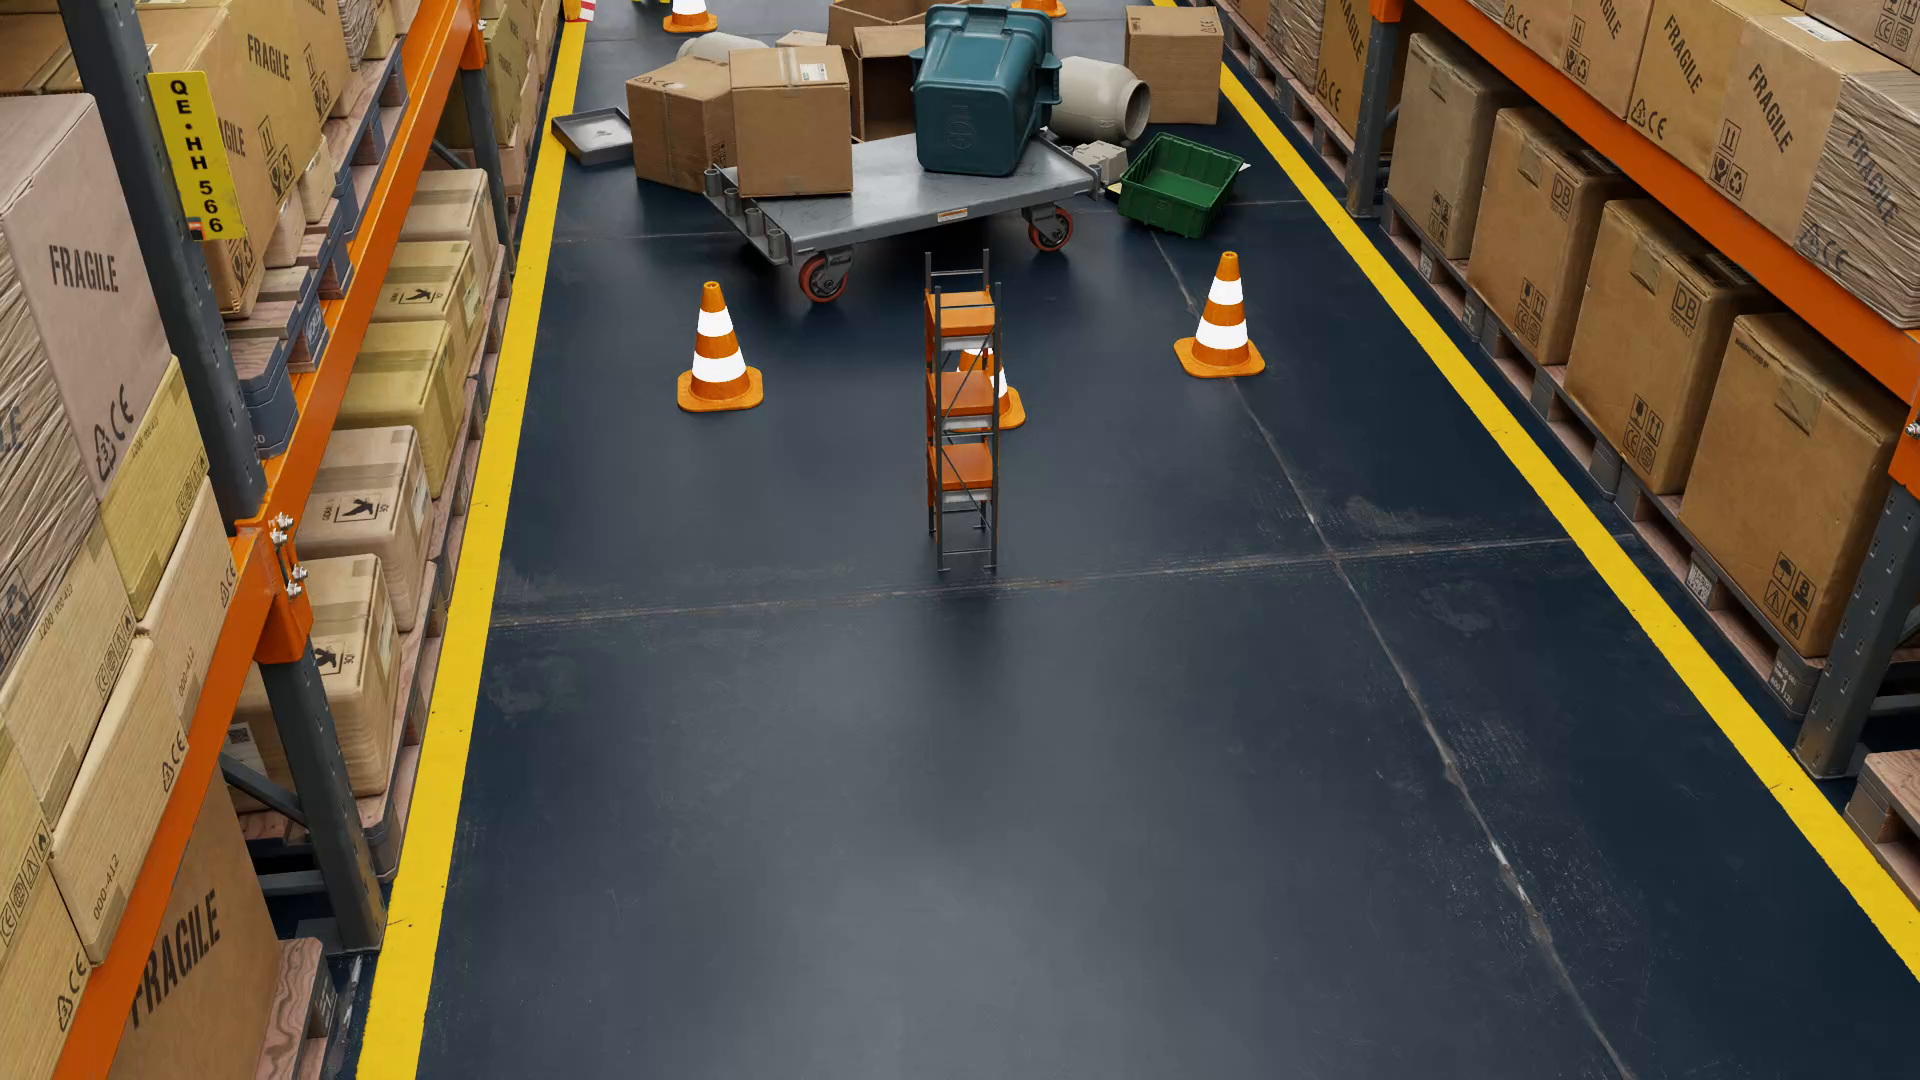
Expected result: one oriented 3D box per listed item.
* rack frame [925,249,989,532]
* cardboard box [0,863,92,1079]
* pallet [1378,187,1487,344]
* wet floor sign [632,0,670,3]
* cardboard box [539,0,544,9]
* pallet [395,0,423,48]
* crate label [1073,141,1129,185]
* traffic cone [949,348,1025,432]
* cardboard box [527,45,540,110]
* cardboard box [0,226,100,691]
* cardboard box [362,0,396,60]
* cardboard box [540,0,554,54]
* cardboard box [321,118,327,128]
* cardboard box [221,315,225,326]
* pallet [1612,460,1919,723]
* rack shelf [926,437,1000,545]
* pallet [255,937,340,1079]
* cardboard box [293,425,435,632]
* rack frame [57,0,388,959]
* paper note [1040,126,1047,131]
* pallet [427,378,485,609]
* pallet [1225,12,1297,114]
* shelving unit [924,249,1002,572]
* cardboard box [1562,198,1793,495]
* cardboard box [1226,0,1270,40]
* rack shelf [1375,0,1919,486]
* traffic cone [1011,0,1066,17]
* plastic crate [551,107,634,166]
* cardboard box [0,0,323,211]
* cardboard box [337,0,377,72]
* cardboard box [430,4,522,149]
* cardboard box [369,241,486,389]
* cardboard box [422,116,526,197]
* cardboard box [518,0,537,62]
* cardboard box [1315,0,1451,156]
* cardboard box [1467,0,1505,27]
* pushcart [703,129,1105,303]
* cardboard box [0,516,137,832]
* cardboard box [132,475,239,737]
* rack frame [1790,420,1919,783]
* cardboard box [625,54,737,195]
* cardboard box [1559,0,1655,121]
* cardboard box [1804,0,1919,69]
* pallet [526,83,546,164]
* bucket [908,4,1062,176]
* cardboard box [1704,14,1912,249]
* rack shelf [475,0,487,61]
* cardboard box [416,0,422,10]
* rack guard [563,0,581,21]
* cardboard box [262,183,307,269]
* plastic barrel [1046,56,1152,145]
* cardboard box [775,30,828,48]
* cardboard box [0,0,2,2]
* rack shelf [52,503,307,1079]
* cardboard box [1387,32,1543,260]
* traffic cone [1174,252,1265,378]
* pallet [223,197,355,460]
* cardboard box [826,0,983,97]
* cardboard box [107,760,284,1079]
[{"bbox_3d":[-0.009,-0.472,5.510,0.200,1.050,0.008,-4,35,-6],"label":"rack frame"},{"bbox_3d":[-1.510,0.700,2.192,0.500,0.250,0.500,-5,35,-7],"label":"cardboard box"},{"bbox_3d":[2.561,-1.276,7.436,1.003,0.211,1.213,-4,35,-6],"label":"pallet"},{"bbox_3d":[-2.012,-3.869,10.854,0.267,0.644,0.232,7,35,10],"label":"wet floor sign"},{"bbox_3d":[-2.607,-3.283,9.307,0.500,0.500,0.500,-3,34,-5],"label":"cardboard box"},{"bbox_3d":[-2.550,-1.906,6.053,1.003,0.211,1.213,-4,35,-6],"label":"pallet"},{"bbox_3d":[0.705,-1.922,8.449,0.250,0.136,0.298,27,43,34],"label":"crate label"},{"bbox_3d":[0.075,-0.702,6.369,0.336,0.463,0.334,-4,35,-6],"label":"traffic cone"},{"bbox_3d":[-2.478,-2.402,8.680,0.500,0.250,0.500,-5,35,-7],"label":"cardboard box"},{"bbox_3d":[-1.565,-0.090,2.242,0.500,0.500,0.500,-4,34,-6],"label":"cardboard box"},{"bbox_3d":[-2.043,-1.655,5.366,0.380,0.149,0.250,-4,35,-6],"label":"cardboard box"},{"bbox_3d":[-2.610,-2.971,9.515,0.500,0.250,0.500,-4,35,-6],"label":"cardboard box"},{"bbox_3d":[-2.029,-1.210,4.712,0.380,0.149,0.250,-3,34,-4],"label":"cardboard box"},{"bbox_3d":[-1.831,-0.455,3.605,0.380,0.149,0.250,-6,35,-9],"label":"cardboard box"},{"bbox_3d":[2.889,0.085,5.438,1.003,0.211,1.213,-4,35,-6],"label":"pallet"},{"bbox_3d":[0.007,-0.166,5.573,0.215,0.259,0.240,-4,35,-6],"label":"rack shelf"},{"bbox_3d":[-1.940,1.408,3.497,1.003,0.211,1.213,-4,35,-6],"label":"pallet"},{"bbox_3d":[-2.144,-0.005,5.054,0.950,0.372,0.625,-5,35,-7],"label":"cardboard box"},{"bbox_3d":[-1.971,-0.190,3.365,1.000,3.000,0.127,-4,35,-6],"label":"rack frame"},{"bbox_3d":[0.387,-2.243,9.021,0.172,0.023,0.155,7,35,10],"label":"paper note"},{"bbox_3d":[-2.235,-0.153,5.788,1.003,0.211,1.213,-4,35,-6],"label":"pallet"},{"bbox_3d":[2.190,-2.814,9.692,1.003,0.211,1.213,-4,35,-6],"label":"pallet"},{"bbox_3d":[0.007,-0.404,5.411,0.215,1.050,0.252,-4,35,-6],"label":"shelving unit"},{"bbox_3d":[2.807,-0.700,5.738,1.050,0.750,0.750,-4,34,-6],"label":"cardboard box"},{"bbox_3d":[2.122,-3.517,9.761,0.875,0.875,0.875,-5,35,-7],"label":"cardboard box"},{"bbox_3d":[2.651,-1.440,5.839,1.077,0.370,4.000,-4,35,-6],"label":"rack shelf"},{"bbox_3d":[0.509,-3.634,10.671,0.336,0.463,0.334,-4,35,-6],"label":"traffic cone"},{"bbox_3d":[-1.908,-2.154,8.840,0.402,0.080,0.583,-16,38,-23],"label":"plastic crate"},{"bbox_3d":[-1.879,-1.087,3.955,0.500,0.500,0.500,-3,34,-4],"label":"cardboard box"},{"bbox_3d":[-2.017,-1.662,4.800,0.500,0.500,0.500,-6,35,-8],"label":"cardboard box"},{"bbox_3d":[-2.321,-2.119,7.599,0.500,0.500,0.500,-3,34,-4],"label":"cardboard box"},{"bbox_3d":[-2.336,-0.817,6.245,0.950,0.372,0.625,-2,34,-3],"label":"cardboard box"},{"bbox_3d":[-2.321,-1.809,7.810,0.500,0.250,0.500,-6,35,-9],"label":"cardboard box"},{"bbox_3d":[-2.473,-2.706,8.461,0.500,0.500,0.500,-3,34,-4],"label":"cardboard box"},{"bbox_3d":[2.367,-2.505,8.277,0.875,0.875,0.875,-4,34,-6],"label":"cardboard box"},{"bbox_3d":[2.255,-2.299,6.372,0.500,0.500,0.500,-4,34,-6],"label":"cardboard box"},{"bbox_3d":[-0.256,-1.539,7.674,1.648,0.377,0.936,-16,38,-23],"label":"pushcart"},{"bbox_3d":[-1.581,0.202,2.479,0.500,0.250,0.500,-5,35,-8],"label":"cardboard box"},{"bbox_3d":[-1.646,0.134,3.022,0.500,0.250,0.500,-6,35,-8],"label":"cardboard box"},{"bbox_3d":[2.920,-0.621,3.998,1.000,3.000,0.127,-4,35,-6],"label":"rack frame"},{"bbox_3d":[-1.305,-2.091,8.373,0.500,0.500,0.500,20,39,26],"label":"cardboard box"},{"bbox_3d":[2.388,-1.737,5.546,0.500,0.500,0.500,-4,34,-6],"label":"cardboard box"},{"bbox_3d":[2.801,-1.609,4.471,0.700,0.500,0.500,-5,35,-7],"label":"cardboard box"},{"bbox_3d":[-2.802,-2.324,8.973,1.003,0.211,1.213,-4,35,-6],"label":"pallet"},{"bbox_3d":[0.080,-2.030,7.623,0.726,0.611,0.620,7,45,10],"label":"bucket"},{"bbox_3d":[2.528,-1.172,4.718,0.500,0.500,0.500,-4,35,-6],"label":"cardboard box"},{"bbox_3d":[-2.778,-3.241,8.481,1.077,0.370,4.000,-4,35,-6],"label":"rack shelf"},{"bbox_3d":[-2.078,-1.936,5.778,0.380,0.149,0.250,-5,35,-7],"label":"cardboard box"},{"bbox_3d":[-3.037,-3.579,10.558,1.175,0.500,0.348,-4,35,-6],"label":"rack guard"},{"bbox_3d":[-1.826,-0.772,4.069,0.380,0.149,0.250,-7,35,-9],"label":"cardboard box"},{"bbox_3d":[0.710,-2.306,8.758,0.512,0.421,0.421,20,39,26],"label":"plastic barrel"},{"bbox_3d":[-0.869,-2.898,9.871,0.380,0.149,0.250,13,36,18],"label":"cardboard box"},{"bbox_3d":[-2.388,-1.048,3.899,0.500,0.500,0.500,-5,35,-7],"label":"cardboard box"},{"bbox_3d":[-1.702,1.223,1.930,1.077,0.370,4.000,-4,35,-6],"label":"rack shelf"},{"bbox_3d":[2.555,-1.758,7.291,1.050,0.750,0.750,-5,35,-7],"label":"cardboard box"},{"bbox_3d":[1.067,-0.943,6.722,0.336,0.463,0.334,-4,35,-6],"label":"traffic cone"},{"bbox_3d":[-2.172,-0.501,3.991,1.213,0.211,1.003,-4,35,-6],"label":"pallet"},{"bbox_3d":[-0.302,-2.834,9.462,0.637,0.503,0.797,27,43,34],"label":"cardboard box"},{"bbox_3d":[-1.960,0.906,3.271,0.875,0.875,0.875,-5,35,-7],"label":"cardboard box"}]
